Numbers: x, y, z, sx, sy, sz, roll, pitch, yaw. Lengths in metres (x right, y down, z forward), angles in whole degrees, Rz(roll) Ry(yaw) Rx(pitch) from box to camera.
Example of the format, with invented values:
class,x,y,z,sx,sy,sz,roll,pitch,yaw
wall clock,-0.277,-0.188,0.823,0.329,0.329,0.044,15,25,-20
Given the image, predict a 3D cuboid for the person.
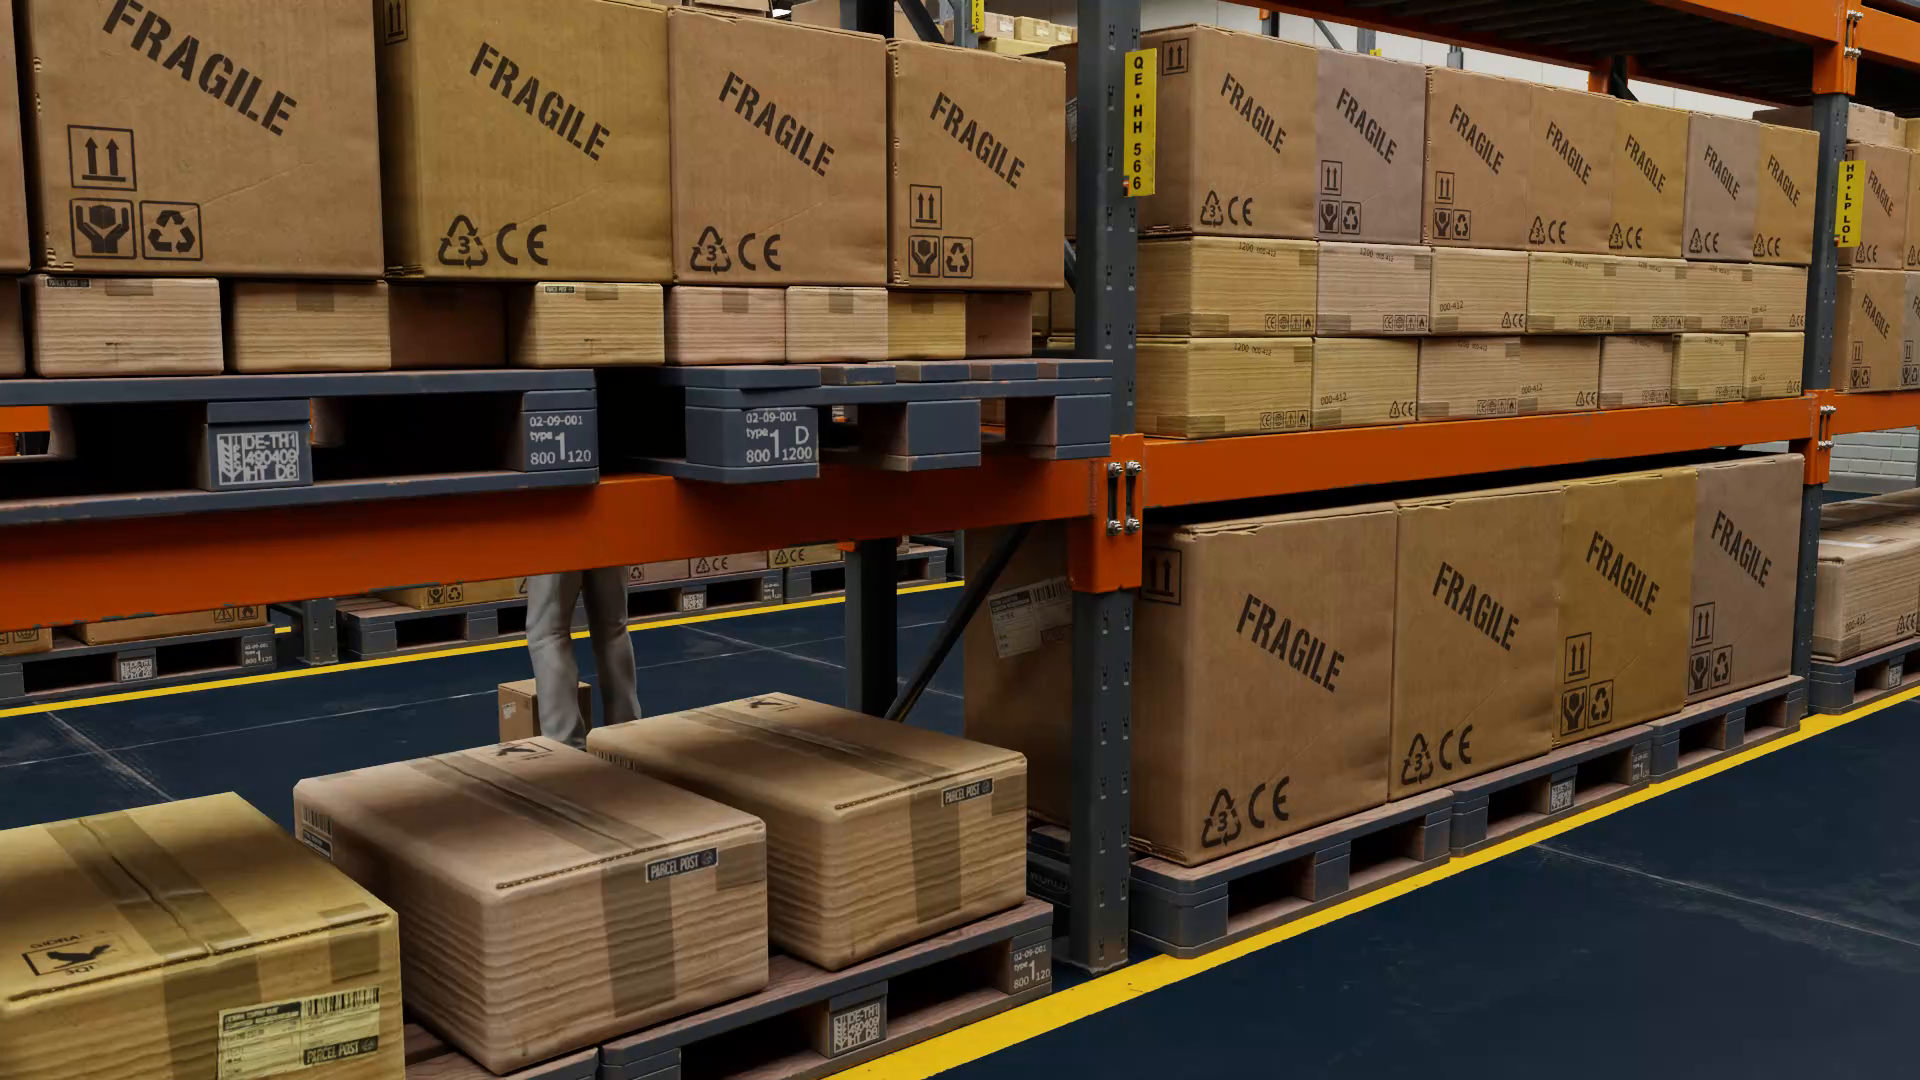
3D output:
class,x,y,z,sx,sy,sz,roll,pitch,yaw
person,-1.375,-0.020,5.944,0.488,1.673,0.355,-6,10,-41
